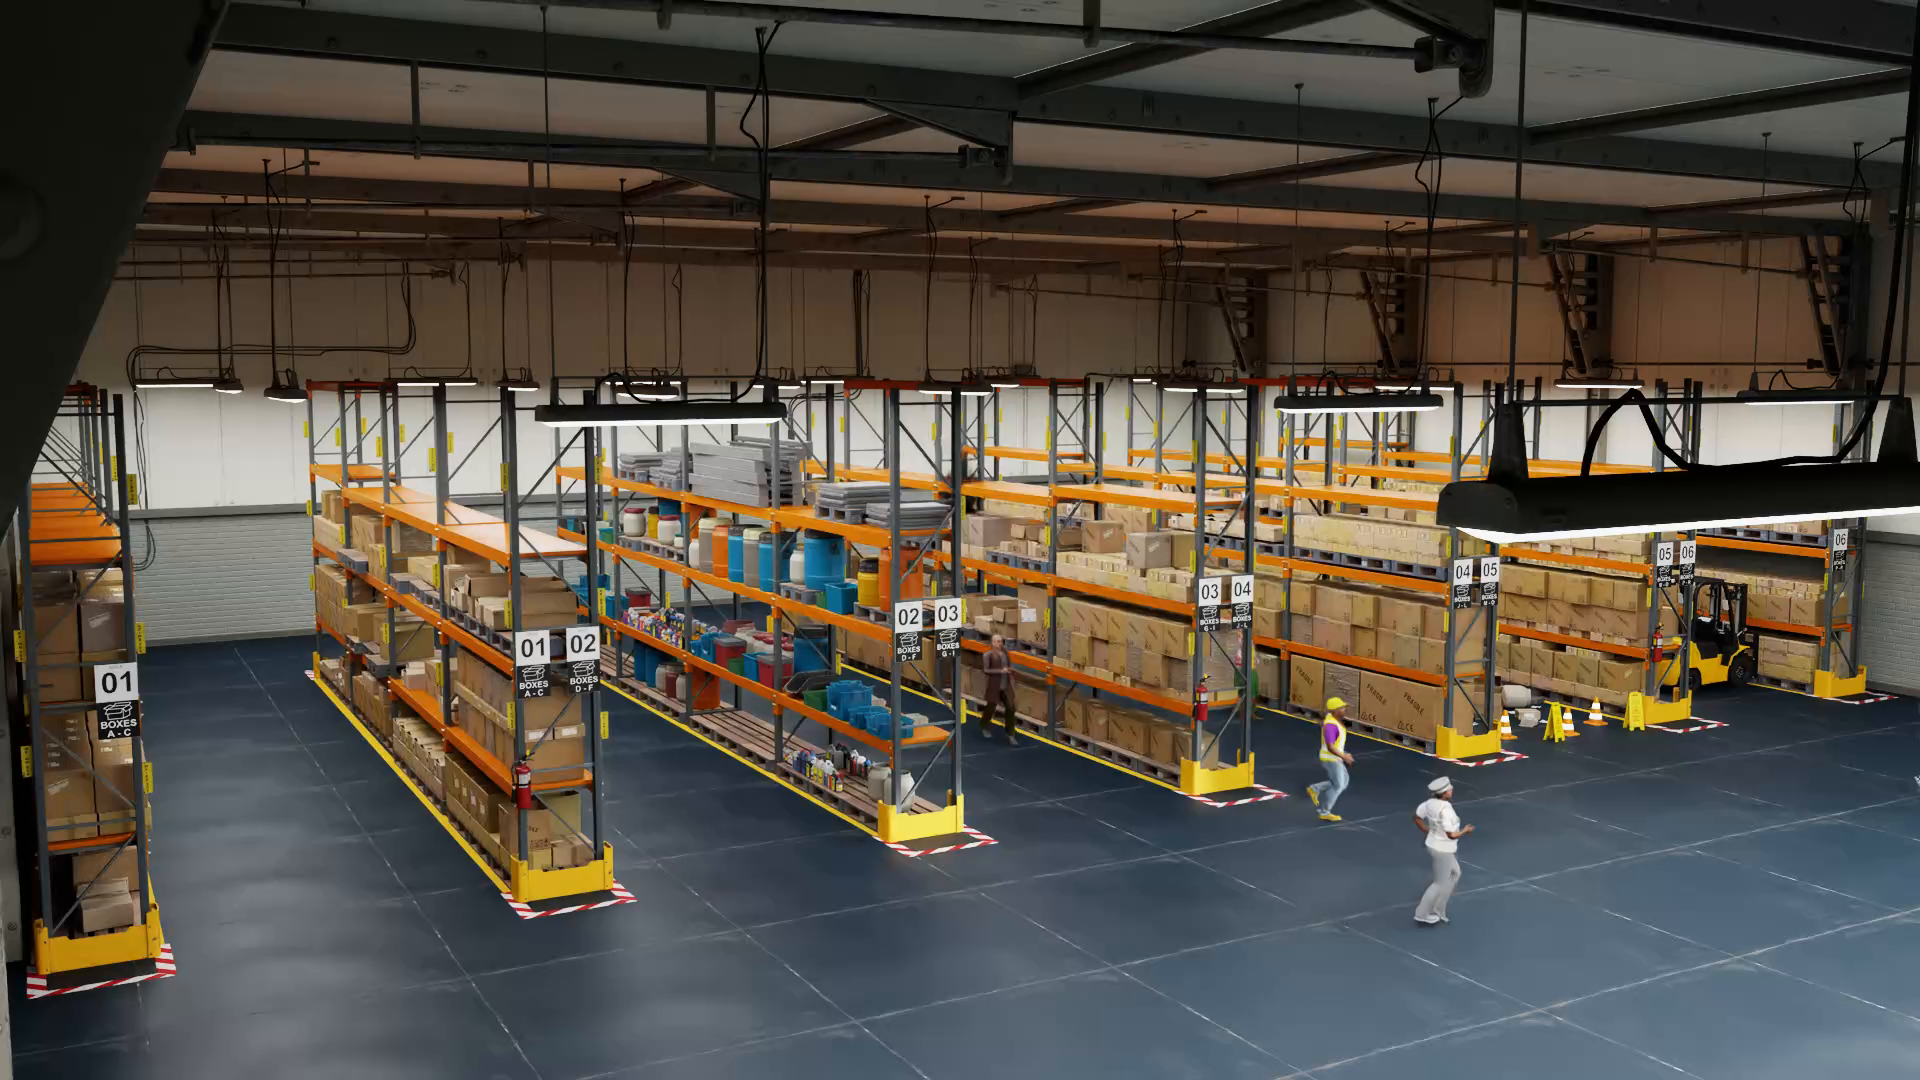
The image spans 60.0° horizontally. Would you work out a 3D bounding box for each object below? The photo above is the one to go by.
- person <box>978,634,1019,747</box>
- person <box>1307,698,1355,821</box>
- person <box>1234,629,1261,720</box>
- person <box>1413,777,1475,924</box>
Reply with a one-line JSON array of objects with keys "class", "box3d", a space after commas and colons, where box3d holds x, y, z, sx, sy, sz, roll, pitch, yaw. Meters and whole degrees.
[{"class": "person", "box3d": [0.626, 2.503, 27.778, 0.678, 1.784, 0.923, -4, 7, -33]}, {"class": "person", "box3d": [5.155, 3.025, 23.094, 0.651, 1.717, 0.721, 2, 6, 14]}, {"class": "person", "box3d": [5.067, 2.297, 29.685, 0.655, 1.769, 0.888, -5, 8, -37]}, {"class": "person", "box3d": [5.449, 3.509, 18.740, 0.667, 1.728, 0.558, -1, 6, -6]}]
